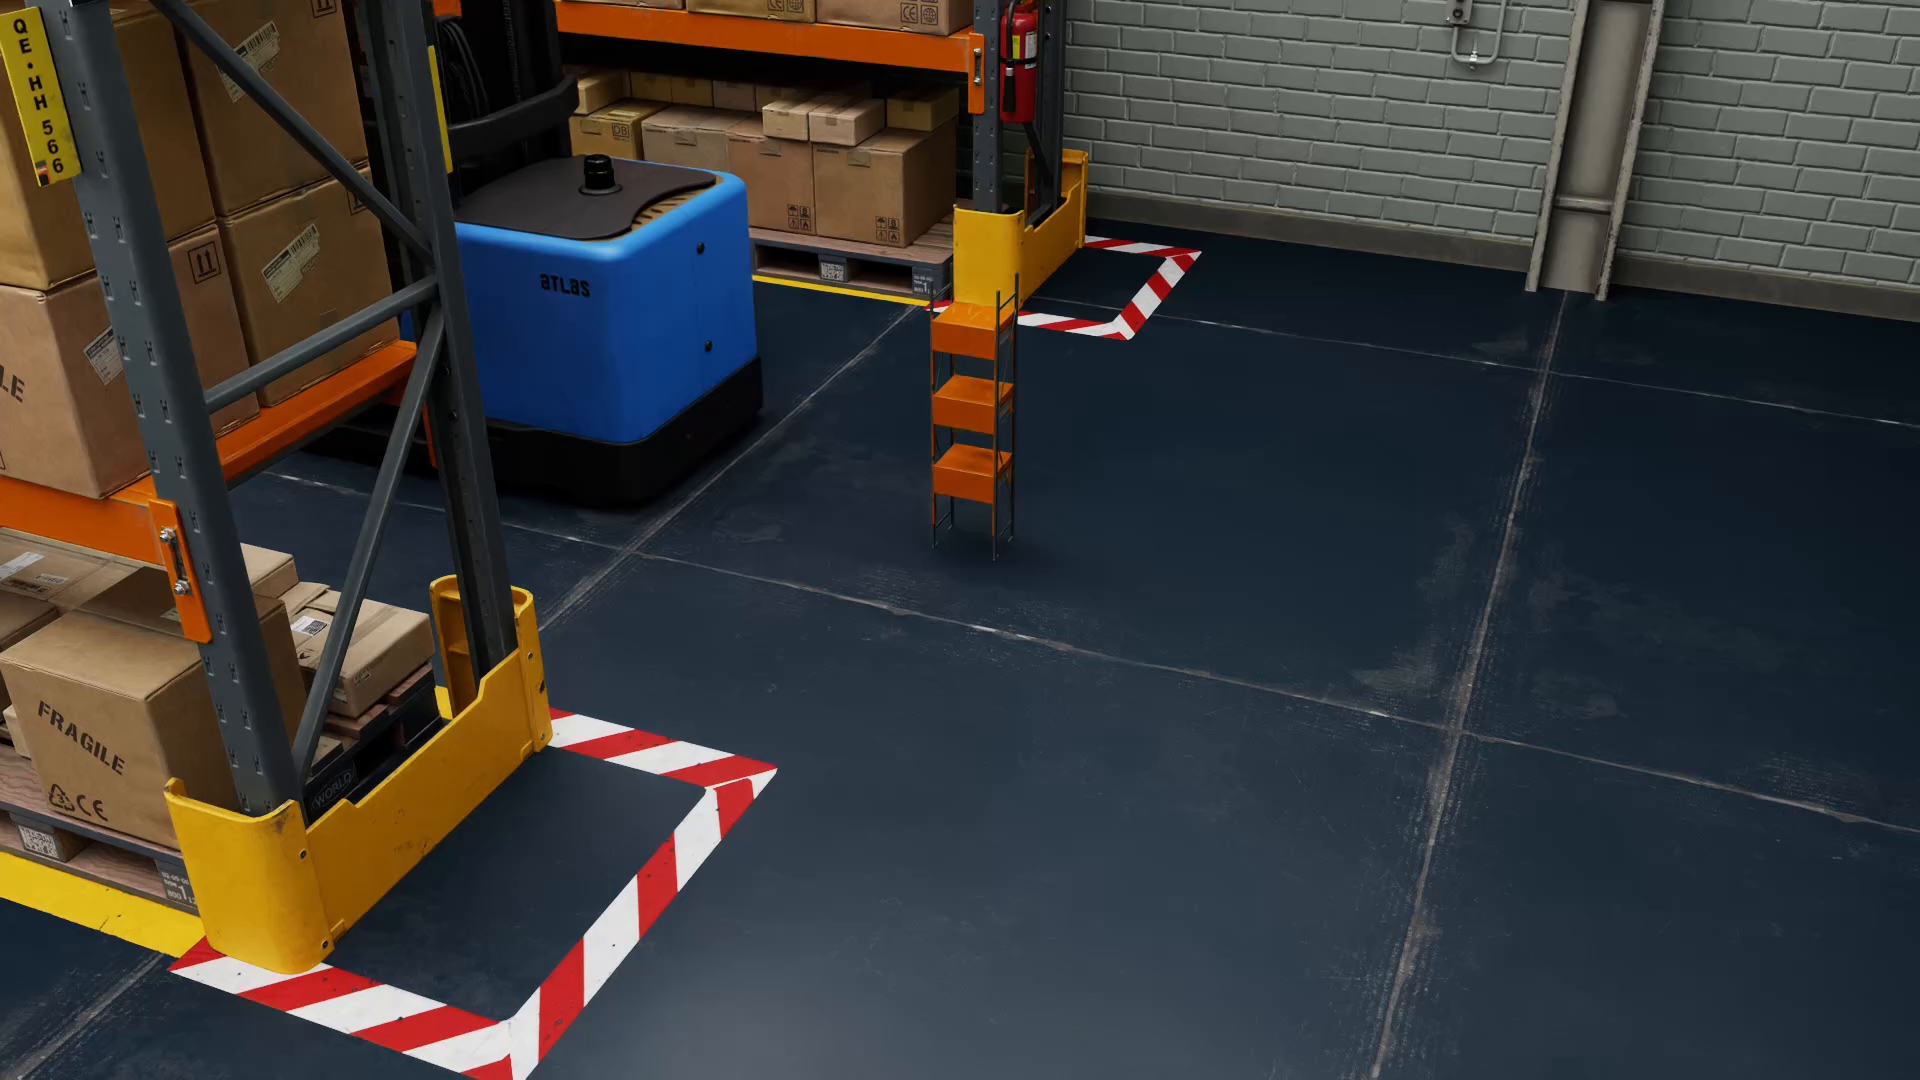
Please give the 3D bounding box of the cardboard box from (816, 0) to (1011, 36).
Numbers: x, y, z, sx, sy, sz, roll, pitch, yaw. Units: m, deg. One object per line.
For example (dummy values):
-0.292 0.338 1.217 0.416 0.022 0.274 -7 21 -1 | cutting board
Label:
-0.172 -2.942 8.102 0.700 0.700 0.980 13 32 21 | cardboard box

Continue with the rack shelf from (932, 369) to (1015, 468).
0.050 -0.438 5.979 0.240 0.259 0.215 11 31 19 | rack shelf

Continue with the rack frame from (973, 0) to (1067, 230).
0.305 -2.722 8.017 0.127 3.000 1.000 11 31 19 | rack frame

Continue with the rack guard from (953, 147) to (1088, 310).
0.327 -1.629 8.624 0.348 0.500 1.175 11 31 19 | rack guard

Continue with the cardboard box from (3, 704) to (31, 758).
-2.492 0.475 4.793 0.250 0.166 0.380 11 31 19 | cardboard box

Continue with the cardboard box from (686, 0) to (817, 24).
-0.850 -3.072 8.331 0.700 0.700 0.980 11 31 19 | cardboard box

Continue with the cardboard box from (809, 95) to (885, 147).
-0.569 -2.123 8.413 0.250 0.149 0.380 11 31 19 | cardboard box

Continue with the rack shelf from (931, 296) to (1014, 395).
0.050 -0.685 5.840 0.240 0.259 0.215 11 31 19 | rack shelf

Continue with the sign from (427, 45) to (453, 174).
-1.351 -1.087 4.245 0.005 0.325 0.100 11 31 19 | sign

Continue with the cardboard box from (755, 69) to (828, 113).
-0.892 -2.391 8.886 0.250 0.149 0.380 12 31 20 | cardboard box

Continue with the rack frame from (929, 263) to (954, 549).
-0.063 -0.470 6.014 0.008 1.050 0.200 11 31 19 | rack frame

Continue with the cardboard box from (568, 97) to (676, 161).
-1.809 -2.181 9.174 0.500 0.500 0.700 12 32 20 | cardboard box

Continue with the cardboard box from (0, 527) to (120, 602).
-2.878 0.128 5.322 0.500 0.250 0.500 11 31 19 | cardboard box

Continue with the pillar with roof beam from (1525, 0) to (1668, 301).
1.513 -3.265 2.882 0.400 9.000 9.100 11 31 19 | pillar with roof beam

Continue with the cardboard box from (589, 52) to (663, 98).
-1.840 -2.579 9.219 0.250 0.149 0.380 12 31 20 | cardboard box

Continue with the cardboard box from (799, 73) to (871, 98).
-0.660 -2.344 8.803 0.250 0.149 0.380 11 31 19 | cardboard box

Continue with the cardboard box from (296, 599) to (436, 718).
-1.813 0.353 5.027 0.250 0.149 0.380 11 31 19 | cardboard box

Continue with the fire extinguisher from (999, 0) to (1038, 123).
0.271 -2.287 7.706 0.183 0.674 0.296 11 31 19 | fire extinguisher

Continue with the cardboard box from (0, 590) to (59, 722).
-3.020 0.365 4.903 0.500 0.250 0.500 11 31 19 | cardboard box

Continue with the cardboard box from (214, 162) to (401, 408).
-1.867 -0.708 4.353 0.500 0.500 0.500 12 32 20 | cardboard box

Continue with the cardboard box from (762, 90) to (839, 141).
-0.806 -2.170 8.496 0.250 0.149 0.380 12 32 20 | cardboard box

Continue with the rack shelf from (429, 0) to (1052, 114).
-1.549 -2.779 8.849 4.000 0.370 1.077 11 31 19 | rack shelf

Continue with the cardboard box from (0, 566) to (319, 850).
-2.151 0.446 4.506 0.500 0.500 0.500 11 31 19 | cardboard box

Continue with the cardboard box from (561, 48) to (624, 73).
-2.074 -2.626 9.302 0.250 0.149 0.380 10 31 18 | cardboard box

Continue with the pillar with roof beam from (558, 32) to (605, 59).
-4.047 -4.376 4.846 0.400 9.000 9.100 11 31 19 | pillar with roof beam

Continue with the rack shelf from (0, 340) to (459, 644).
-3.408 -0.519 4.851 4.000 0.370 1.077 11 31 19 | rack shelf

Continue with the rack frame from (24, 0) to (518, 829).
-1.554 -0.462 4.020 0.127 3.000 1.000 11 31 19 | rack frame

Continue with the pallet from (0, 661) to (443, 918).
-2.364 0.591 4.991 1.213 0.211 1.003 11 31 19 | pallet

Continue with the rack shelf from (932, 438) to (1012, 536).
0.050 -0.196 6.116 0.240 0.259 0.215 11 31 19 | rack shelf

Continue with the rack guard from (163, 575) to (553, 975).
-1.625 0.612 4.660 0.348 0.500 1.175 11 31 19 | rack guard

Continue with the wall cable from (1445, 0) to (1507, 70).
1.847 -3.359 8.111 1.851 1.984 0.084 11 31 19 | wall cable

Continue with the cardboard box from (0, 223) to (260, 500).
-2.072 -0.465 3.922 0.500 0.500 0.500 12 32 21 | cardboard box

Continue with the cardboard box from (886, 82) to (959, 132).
-0.191 -2.251 8.638 0.250 0.149 0.380 12 31 19 | cardboard box

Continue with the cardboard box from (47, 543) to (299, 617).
-2.415 0.221 5.159 0.500 0.250 0.500 11 31 19 | cardboard box

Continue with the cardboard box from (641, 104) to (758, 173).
-1.312 -2.086 9.005 0.500 0.500 0.700 10 31 17 | cardboard box

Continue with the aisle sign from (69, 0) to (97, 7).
-1.606 -1.442 3.111 0.004 0.787 0.394 11 31 19 | aisle sign

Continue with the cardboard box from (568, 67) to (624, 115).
-2.015 -2.411 8.921 0.250 0.149 0.380 10 31 18 | cardboard box

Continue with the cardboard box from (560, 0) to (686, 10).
-1.553 -3.217 8.588 0.700 0.700 0.980 10 31 17 | cardboard box

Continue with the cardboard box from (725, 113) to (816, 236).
-0.845 -1.993 8.841 0.500 0.500 0.700 11 31 19 | cardboard box

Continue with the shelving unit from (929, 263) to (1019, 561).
0.050 -0.447 5.974 0.252 1.050 0.215 11 31 19 | shelving unit

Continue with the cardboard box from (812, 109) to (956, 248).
-0.382 -1.900 8.677 0.500 0.500 0.700 11 31 19 | cardboard box

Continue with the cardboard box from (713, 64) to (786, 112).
-1.128 -2.437 8.968 0.250 0.149 0.380 12 32 20 | cardboard box

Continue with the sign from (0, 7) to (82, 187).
-1.782 -0.855 3.216 0.005 0.325 0.100 11 31 19 | sign

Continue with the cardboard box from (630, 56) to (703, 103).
-1.601 -2.532 9.135 0.250 0.149 0.380 11 31 18 | cardboard box

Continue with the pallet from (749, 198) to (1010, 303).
-0.466 -1.620 8.902 1.213 0.211 1.003 11 31 19 | pallet

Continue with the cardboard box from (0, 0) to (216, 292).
-2.070 -0.898 3.673 0.500 0.500 0.500 11 31 19 | cardboard box

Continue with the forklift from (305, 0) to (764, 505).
-2.407 -1.876 6.590 3.031 2.935 1.130 12 32 20 | forklift

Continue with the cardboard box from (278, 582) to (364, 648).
-2.045 0.299 5.105 0.250 0.166 0.380 11 31 19 | cardboard box

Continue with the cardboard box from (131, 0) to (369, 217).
-1.867 -1.144 4.107 0.500 0.500 0.500 12 32 21 | cardboard box

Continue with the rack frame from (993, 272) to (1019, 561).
0.163 -0.425 5.934 0.008 1.050 0.200 11 31 19 | rack frame

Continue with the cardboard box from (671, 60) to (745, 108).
-1.366 -2.485 9.052 0.250 0.149 0.380 12 31 20 | cardboard box
